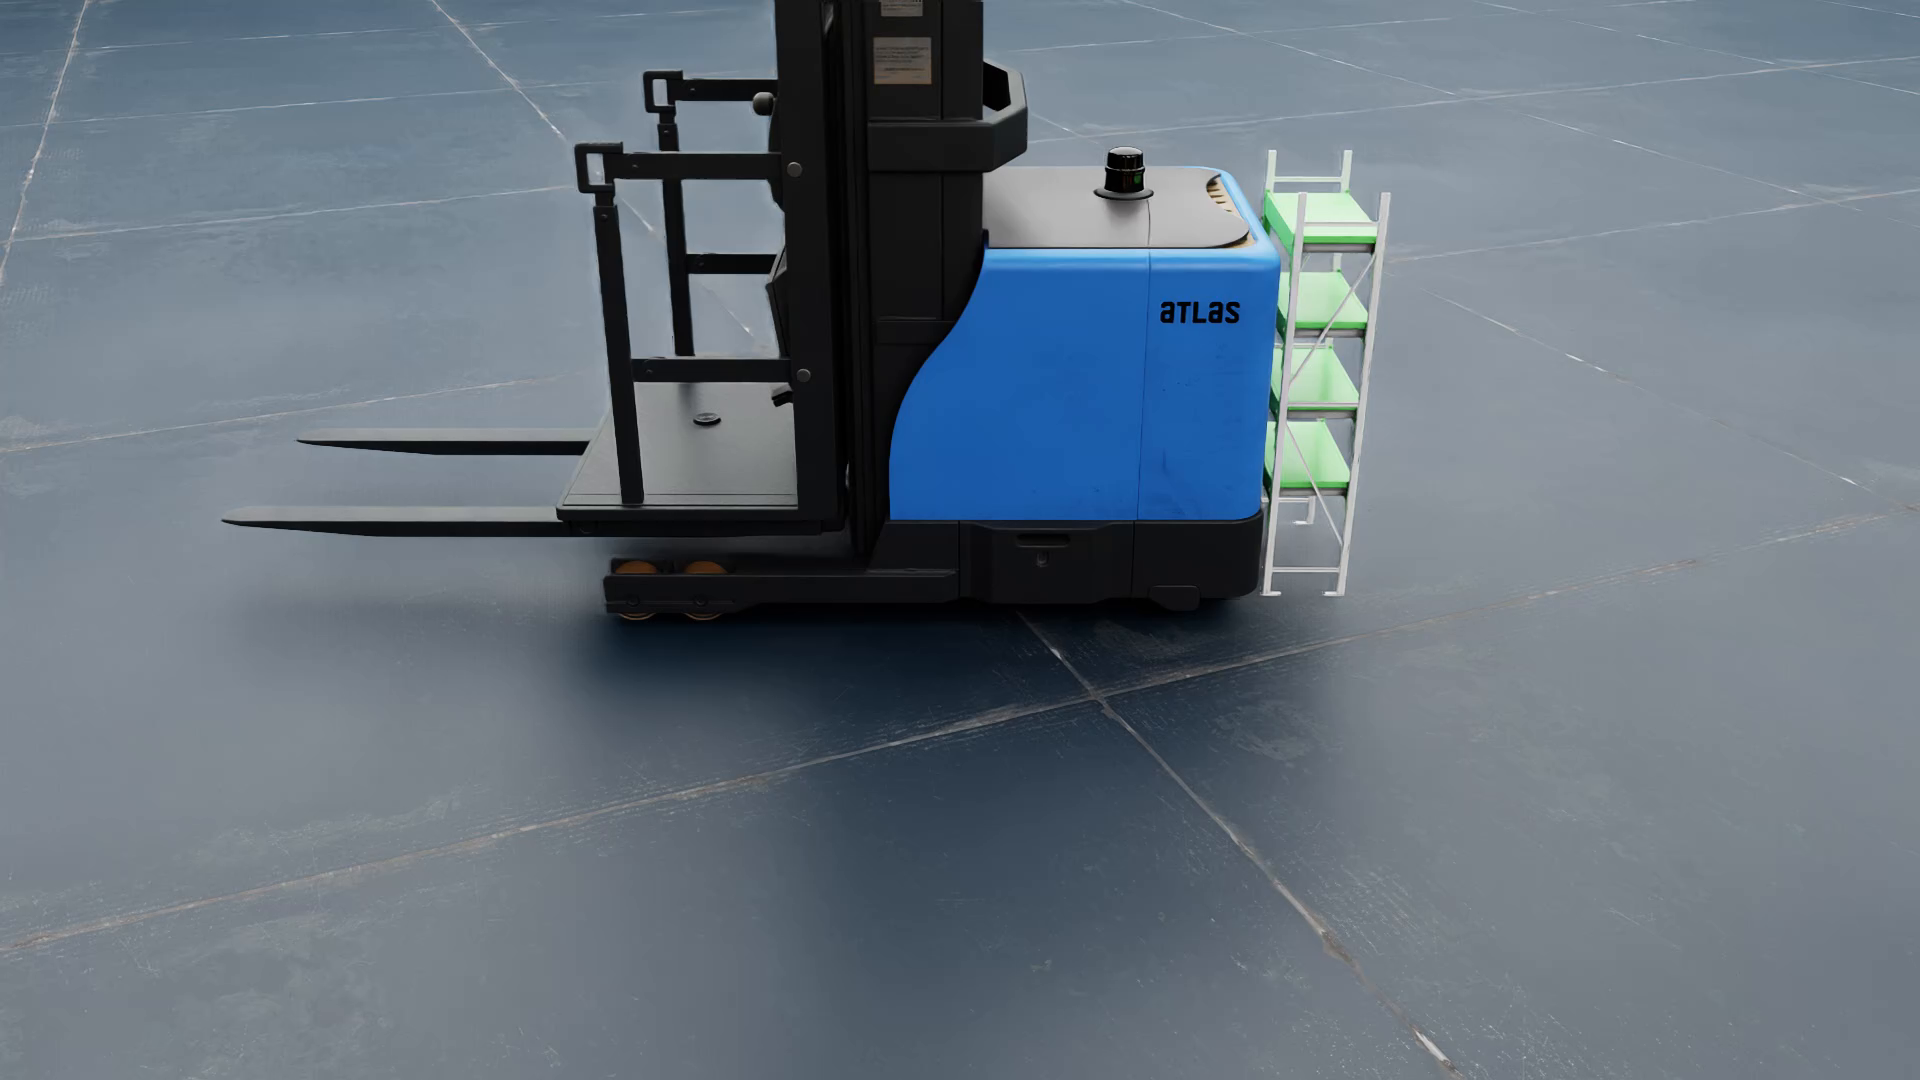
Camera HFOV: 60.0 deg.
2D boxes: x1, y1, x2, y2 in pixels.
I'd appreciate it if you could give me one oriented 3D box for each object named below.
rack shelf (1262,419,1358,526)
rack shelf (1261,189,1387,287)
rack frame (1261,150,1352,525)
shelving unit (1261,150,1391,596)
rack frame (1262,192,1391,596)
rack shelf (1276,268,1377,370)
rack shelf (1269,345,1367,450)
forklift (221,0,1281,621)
[{"bbox_3d":[1.015,-0.211,5.007,0.258,0.148,0.480,0,26,0],"label":"rack shelf"},{"bbox_3d":[1.016,-0.858,4.691,0.258,0.148,0.480,0,26,0],"label":"rack shelf"},{"bbox_3d":[1.017,-0.591,5.093,0.240,1.200,0.015,0,26,0],"label":"rack frame"},{"bbox_3d":[1.016,-0.484,4.873,0.258,1.200,0.503,0,26,0],"label":"shelving unit"},{"bbox_3d":[1.015,-0.377,4.654,0.240,1.200,0.015,0,26,0],"label":"rack frame"},{"bbox_3d":[1.016,-0.642,4.796,0.258,0.148,0.480,0,26,0],"label":"rack shelf"},{"bbox_3d":[1.016,-0.427,4.901,0.258,0.148,0.480,0,26,0],"label":"rack shelf"},{"bbox_3d":[-0.647,-1.318,4.609,3.031,2.935,1.130,0,26,0],"label":"forklift"}]
